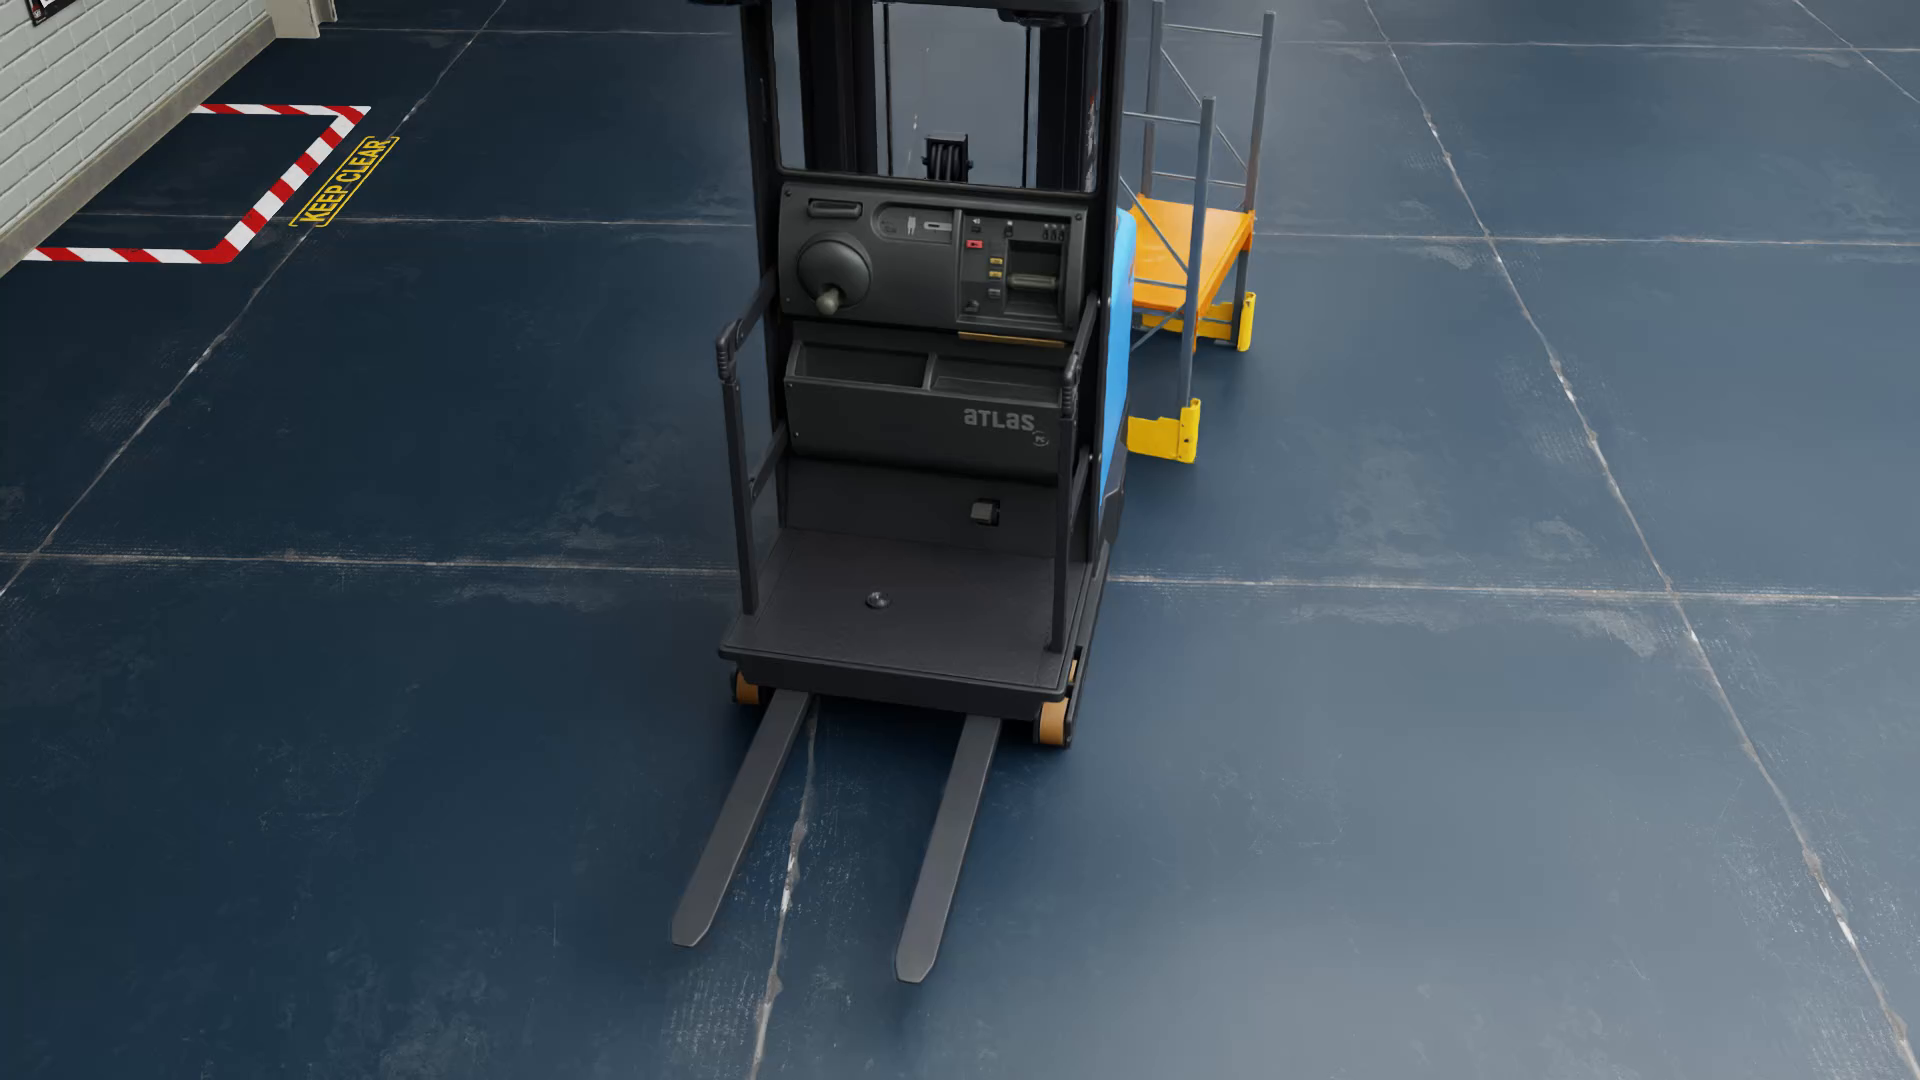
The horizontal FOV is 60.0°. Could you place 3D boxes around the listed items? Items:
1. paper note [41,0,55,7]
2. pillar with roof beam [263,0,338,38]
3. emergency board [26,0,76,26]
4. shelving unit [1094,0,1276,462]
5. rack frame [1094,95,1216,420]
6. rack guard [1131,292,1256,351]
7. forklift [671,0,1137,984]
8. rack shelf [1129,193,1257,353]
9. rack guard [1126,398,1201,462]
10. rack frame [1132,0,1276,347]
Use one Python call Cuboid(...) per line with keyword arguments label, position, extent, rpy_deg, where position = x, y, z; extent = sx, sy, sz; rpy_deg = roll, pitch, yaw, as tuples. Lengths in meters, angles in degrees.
Cuboid(label="paper note", position=(-4.594, -2.769, 8.348), extent=(0.016, 0.148, 0.142), rpy_deg=(1, 35, 2))
Cuboid(label="pillar with roof beam", position=(-0.079, -7.004, 8.390), extent=(9.100, 9.000, 0.400), rpy_deg=(1, 35, 2))
Cuboid(label="emergency board", position=(-4.536, -3.225, 8.231), extent=(0.157, 1.169, 0.626), rpy_deg=(1, 35, 2))
Cuboid(label="shelving unit", position=(0.849, -1.272, 6.755), extent=(0.587, 1.500, 1.083), rpy_deg=(12, 37, 17))
Cuboid(label="rack frame", position=(0.666, -0.994, 6.360), extent=(0.500, 1.500, 0.032), rpy_deg=(12, 37, 17))
Cuboid(label="rack guard", position=(1.026, -1.028, 7.496), extent=(0.587, 0.250, 0.087), rpy_deg=(12, 37, 17))
Cuboid(label="forklift", position=(-0.130, -0.774, 4.803), extent=(1.130, 2.935, 3.031), rpy_deg=(7, 36, 9))
Cuboid(label="rack shelf", position=(0.846, -1.120, 6.852), extent=(0.538, 0.185, 1.000), rpy_deg=(12, 37, 17))
Cuboid(label="rack guard", position=(0.673, -0.493, 6.734), extent=(0.587, 0.250, 0.087), rpy_deg=(12, 37, 17))
Cuboid(label="rack frame", position=(1.026, -1.540, 7.137), extent=(0.500, 1.500, 0.032), rpy_deg=(12, 37, 17))
